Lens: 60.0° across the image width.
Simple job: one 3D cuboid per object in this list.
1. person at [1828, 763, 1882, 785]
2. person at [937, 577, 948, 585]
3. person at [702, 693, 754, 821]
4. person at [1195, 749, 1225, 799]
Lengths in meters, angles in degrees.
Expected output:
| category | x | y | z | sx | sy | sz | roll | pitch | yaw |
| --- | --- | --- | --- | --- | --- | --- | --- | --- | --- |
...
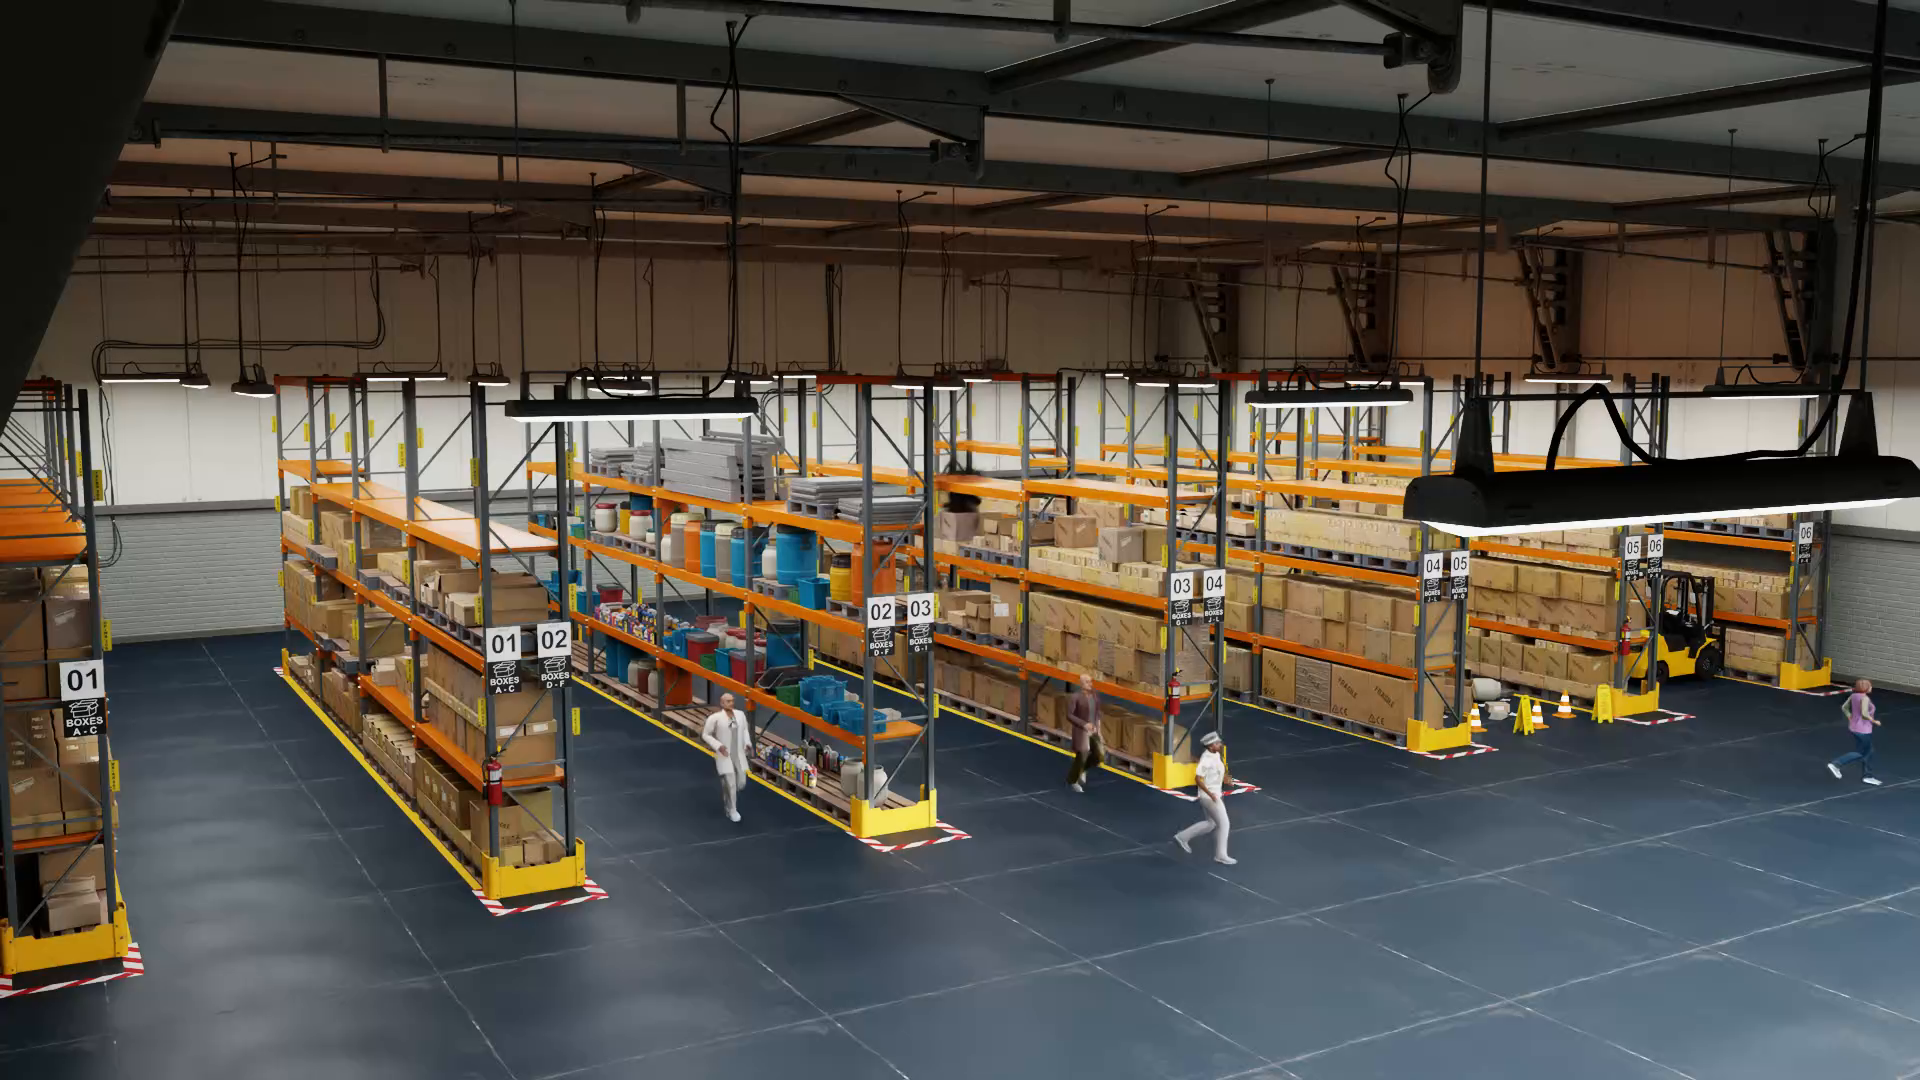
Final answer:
| category | x | y | z | sx | sy | sz | roll | pitch | yaw |
| --- | --- | --- | --- | --- | --- | --- | --- | --- | --- |
| person | 13.329 | 3.473 | 24.767 | 0.786 | 0.339 | 0.151 | 1 | 6 | 9 |
| person | -0.351 | 1.183 | 35.074 | 0.343 | 0.810 | 0.330 | -4 | 8 | -35 |
| person | -3.214 | 2.975 | 22.958 | 0.712 | 1.730 | 0.652 | -4 | 8 | -35 |
| person | 3.136 | 2.911 | 20.849 | 0.368 | 0.584 | 0.535 | 1 | 6 | 8 |
